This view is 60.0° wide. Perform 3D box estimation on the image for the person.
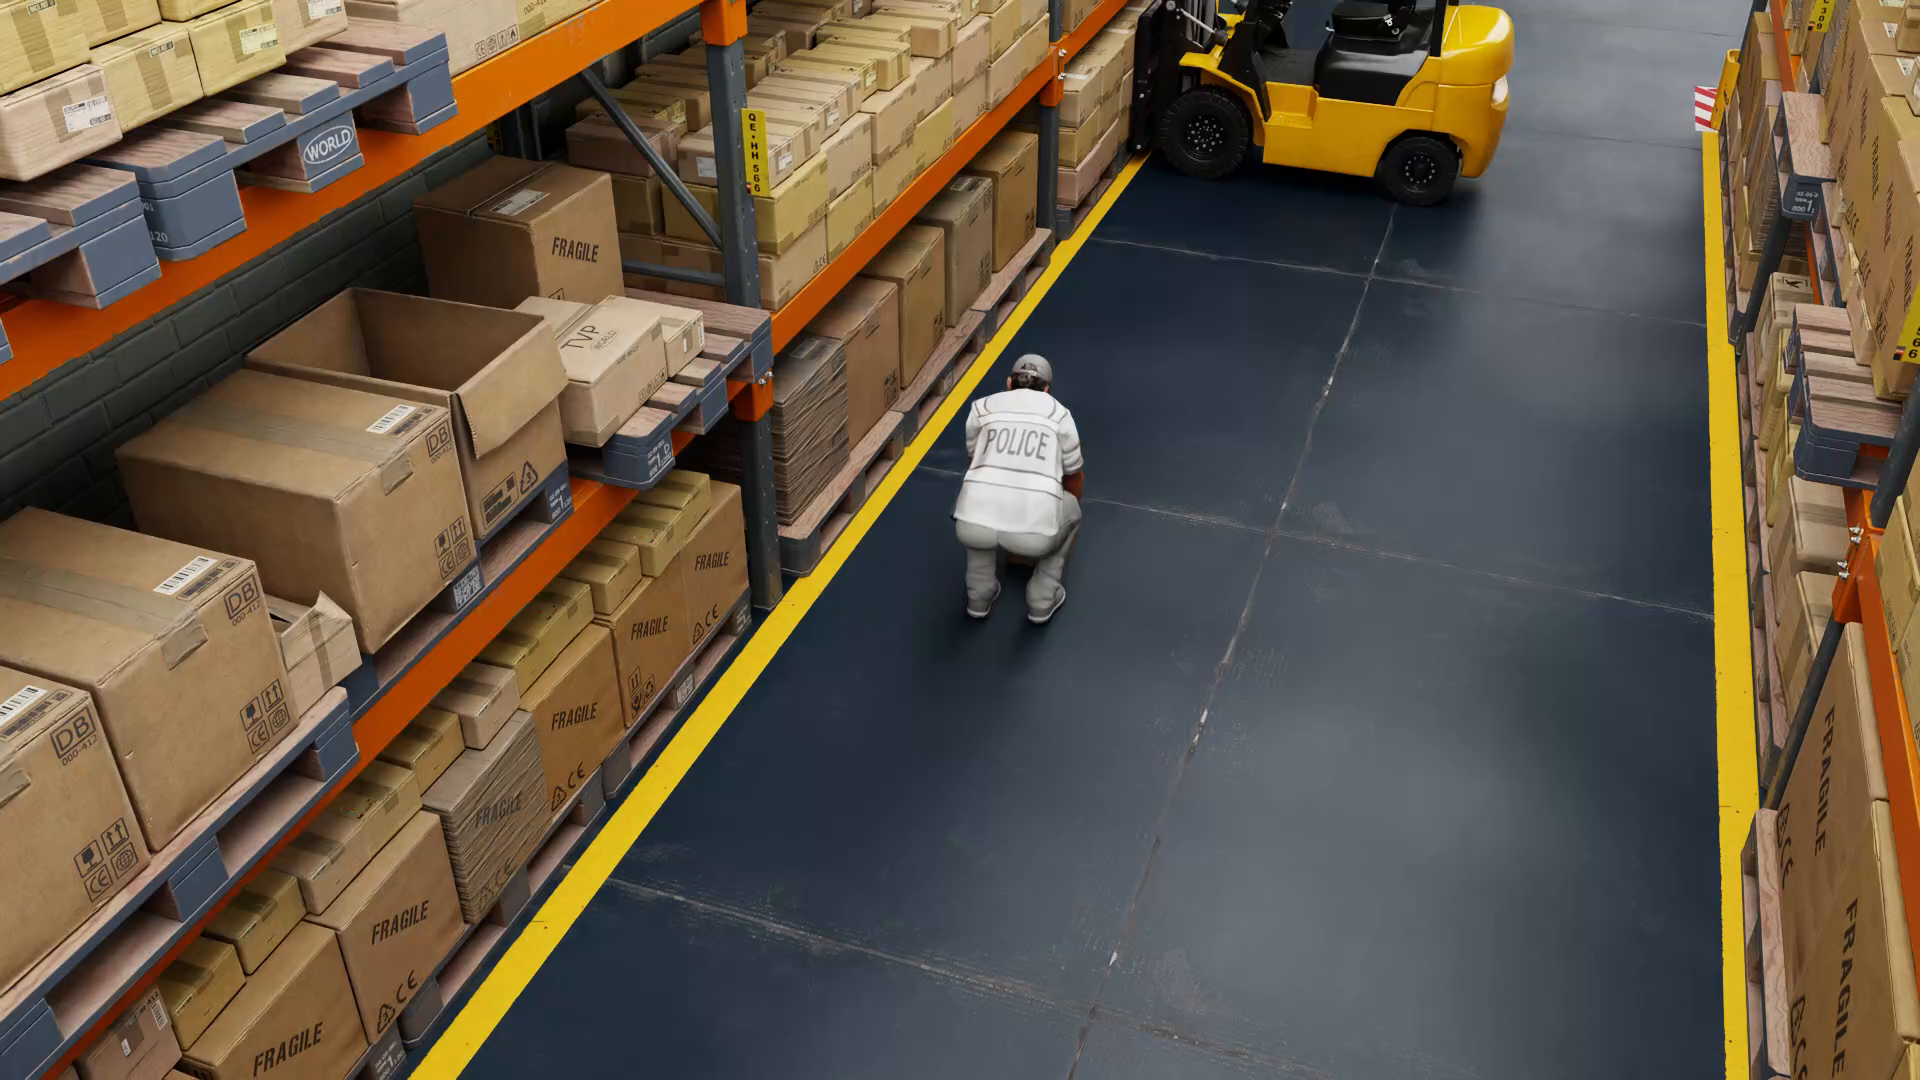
[{"bbox_3d":[0.236,-0.179,7.004,0.523,1.016,0.844,10,35,15],"label":"person"}]
